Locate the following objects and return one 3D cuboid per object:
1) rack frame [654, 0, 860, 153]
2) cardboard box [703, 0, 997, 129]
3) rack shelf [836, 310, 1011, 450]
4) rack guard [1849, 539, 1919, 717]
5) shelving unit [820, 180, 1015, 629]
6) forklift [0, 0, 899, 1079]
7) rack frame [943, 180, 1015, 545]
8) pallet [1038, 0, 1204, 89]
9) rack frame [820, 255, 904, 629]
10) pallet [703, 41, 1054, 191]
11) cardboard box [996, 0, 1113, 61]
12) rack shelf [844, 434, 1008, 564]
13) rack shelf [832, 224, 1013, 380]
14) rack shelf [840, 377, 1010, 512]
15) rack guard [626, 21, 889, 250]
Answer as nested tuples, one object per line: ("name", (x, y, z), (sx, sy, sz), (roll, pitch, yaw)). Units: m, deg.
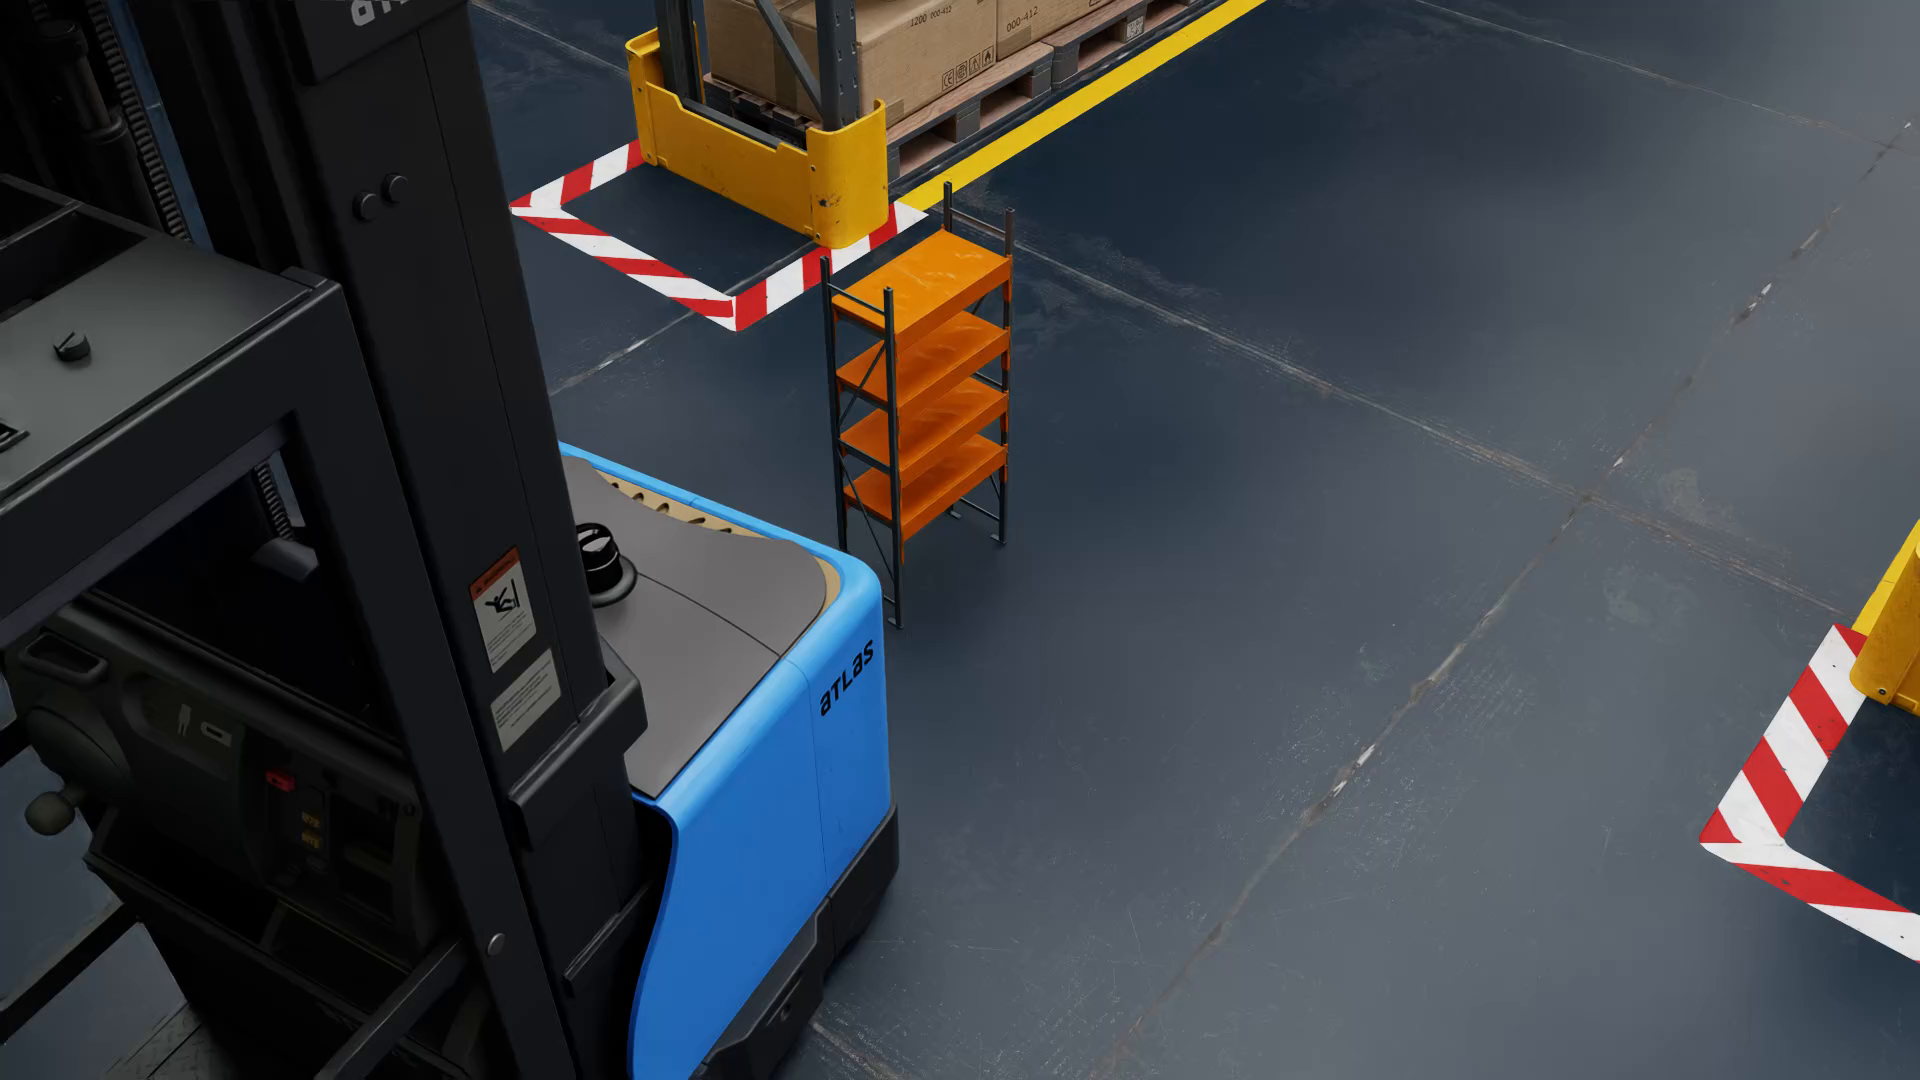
("rack frame", (-0.801, -2.580, 5.858), (1.000, 3.000, 0.127), (29, 50, 28))
("cardboard box", (-0.453, -2.171, 7.000), (0.875, 0.438, 0.875), (28, 49, 27))
("rack shelf", (-0.107, -0.474, 4.647), (0.258, 0.148, 0.480), (29, 50, 28))
("rack guard", (3.101, 0.397, 4.442), (1.175, 0.500, 0.348), (29, 50, 28))
("shelving unit", (-0.107, -0.359, 4.753), (0.258, 1.200, 0.503), (29, 50, 28))
("forklift", (-1.317, 0.473, 2.551), (1.130, 2.935, 3.031), (21, 46, 21))
("rack frame", (0.051, -0.484, 4.891), (0.240, 1.200, 0.015), (29, 50, 28))
("pallet", (0.439, -2.619, 7.974), (1.003, 0.211, 1.213), (29, 50, 28))
("rack frame", (-0.264, -0.233, 4.614), (0.240, 1.200, 0.015), (29, 50, 28))
("pallet", (-0.347, -1.994, 7.286), (1.003, 0.211, 1.213), (29, 50, 28))
("cardboard box", (0.130, -2.646, 7.522), (0.875, 0.438, 0.875), (31, 51, 29))
("rack shelf", (-0.107, -0.162, 4.931), (0.258, 0.148, 0.480), (29, 50, 28))
("rack shelf", (-0.107, -0.649, 4.488), (0.258, 0.148, 0.480), (29, 50, 28))
("rack shelf", (-0.107, -0.309, 4.798), (0.258, 0.148, 0.480), (29, 50, 28))
("rack guard", (-0.817, -1.643, 6.685), (1.175, 0.500, 0.348), (29, 50, 28))
